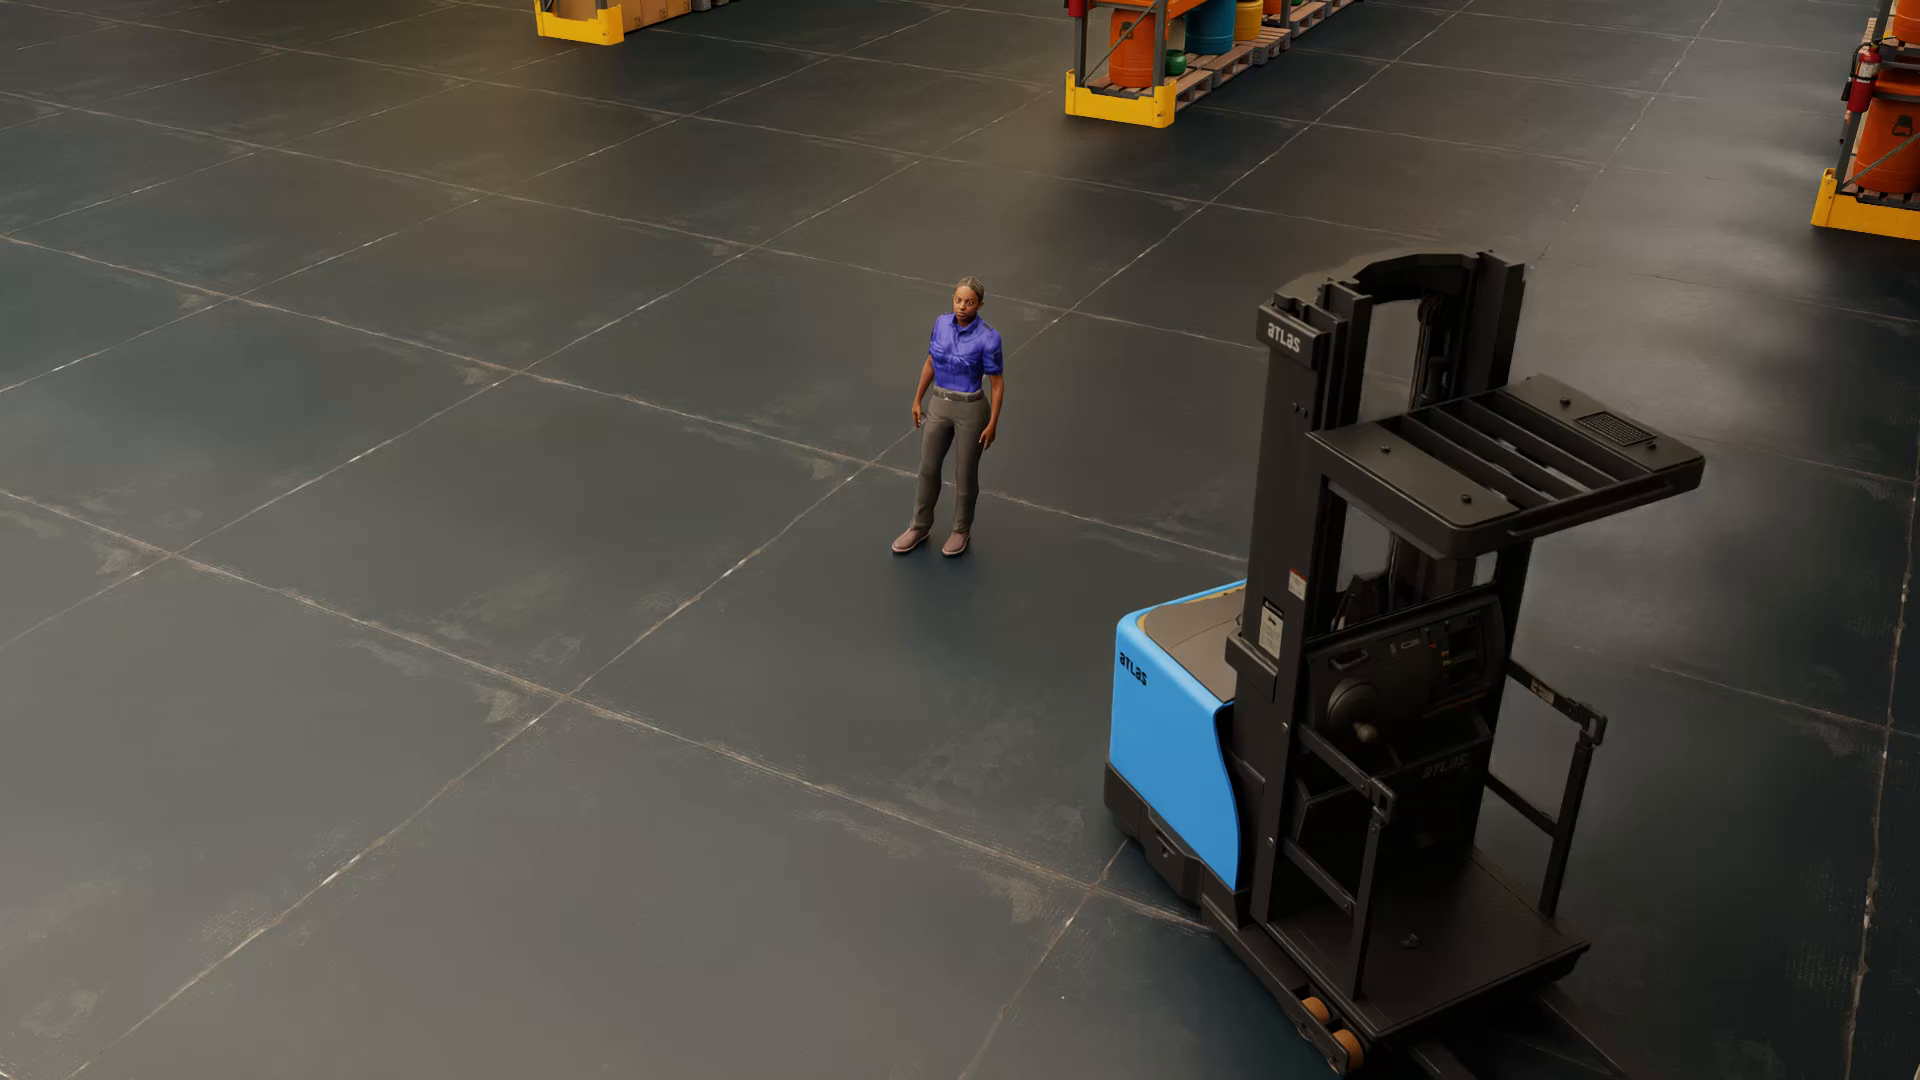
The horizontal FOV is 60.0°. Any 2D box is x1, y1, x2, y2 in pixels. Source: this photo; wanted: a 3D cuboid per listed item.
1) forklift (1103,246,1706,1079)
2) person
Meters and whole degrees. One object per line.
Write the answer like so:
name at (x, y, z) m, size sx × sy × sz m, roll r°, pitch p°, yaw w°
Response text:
forklift at (1.795, 0.536, 6.142) m, size 1.130 × 2.935 × 3.031 m, roll -15°, pitch 33°, yaw -24°
person at (-0.059, -0.689, 9.528) m, size 0.570 × 1.654 × 0.504 m, roll 15°, pitch 33°, yaw 25°
